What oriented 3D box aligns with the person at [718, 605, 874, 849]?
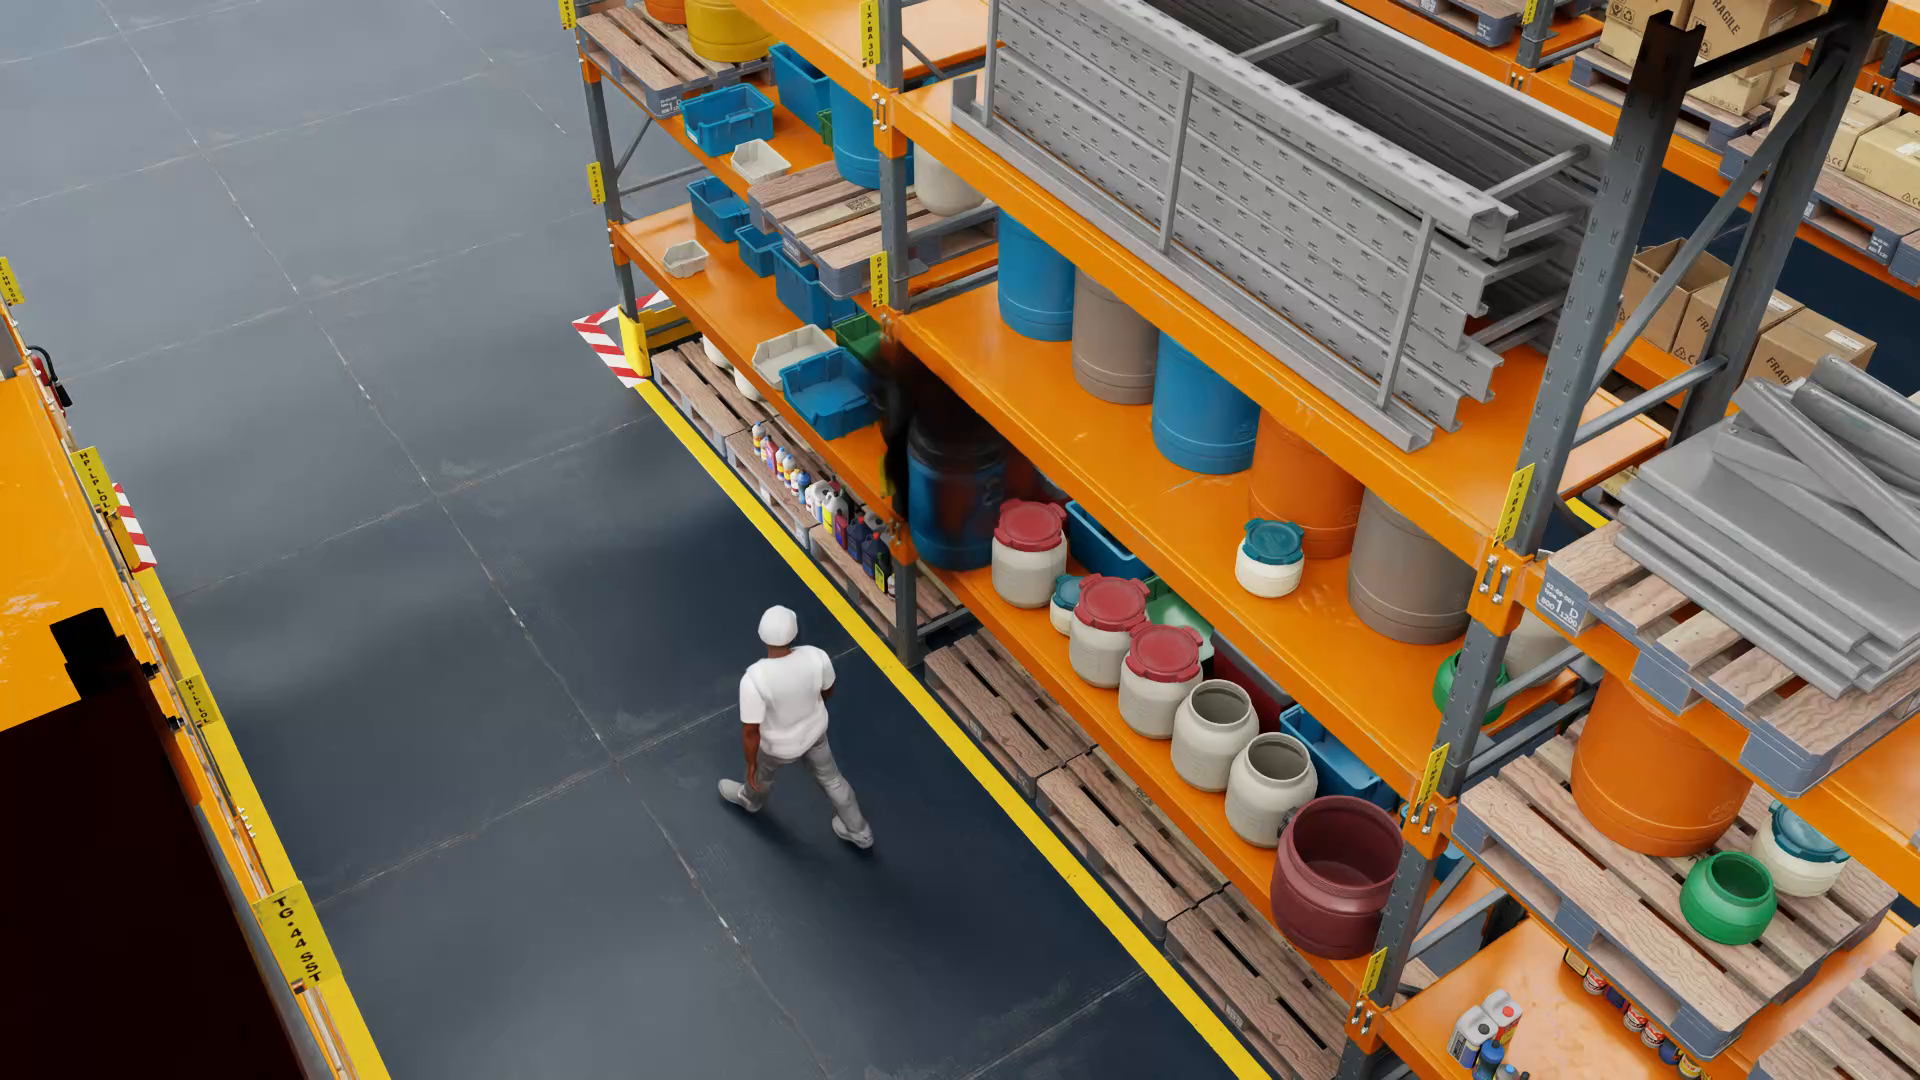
[{"bbox_3d":[-0.993,1.056,9.336,1.042,1.721,0.739,28,49,27],"label":"person"}]
